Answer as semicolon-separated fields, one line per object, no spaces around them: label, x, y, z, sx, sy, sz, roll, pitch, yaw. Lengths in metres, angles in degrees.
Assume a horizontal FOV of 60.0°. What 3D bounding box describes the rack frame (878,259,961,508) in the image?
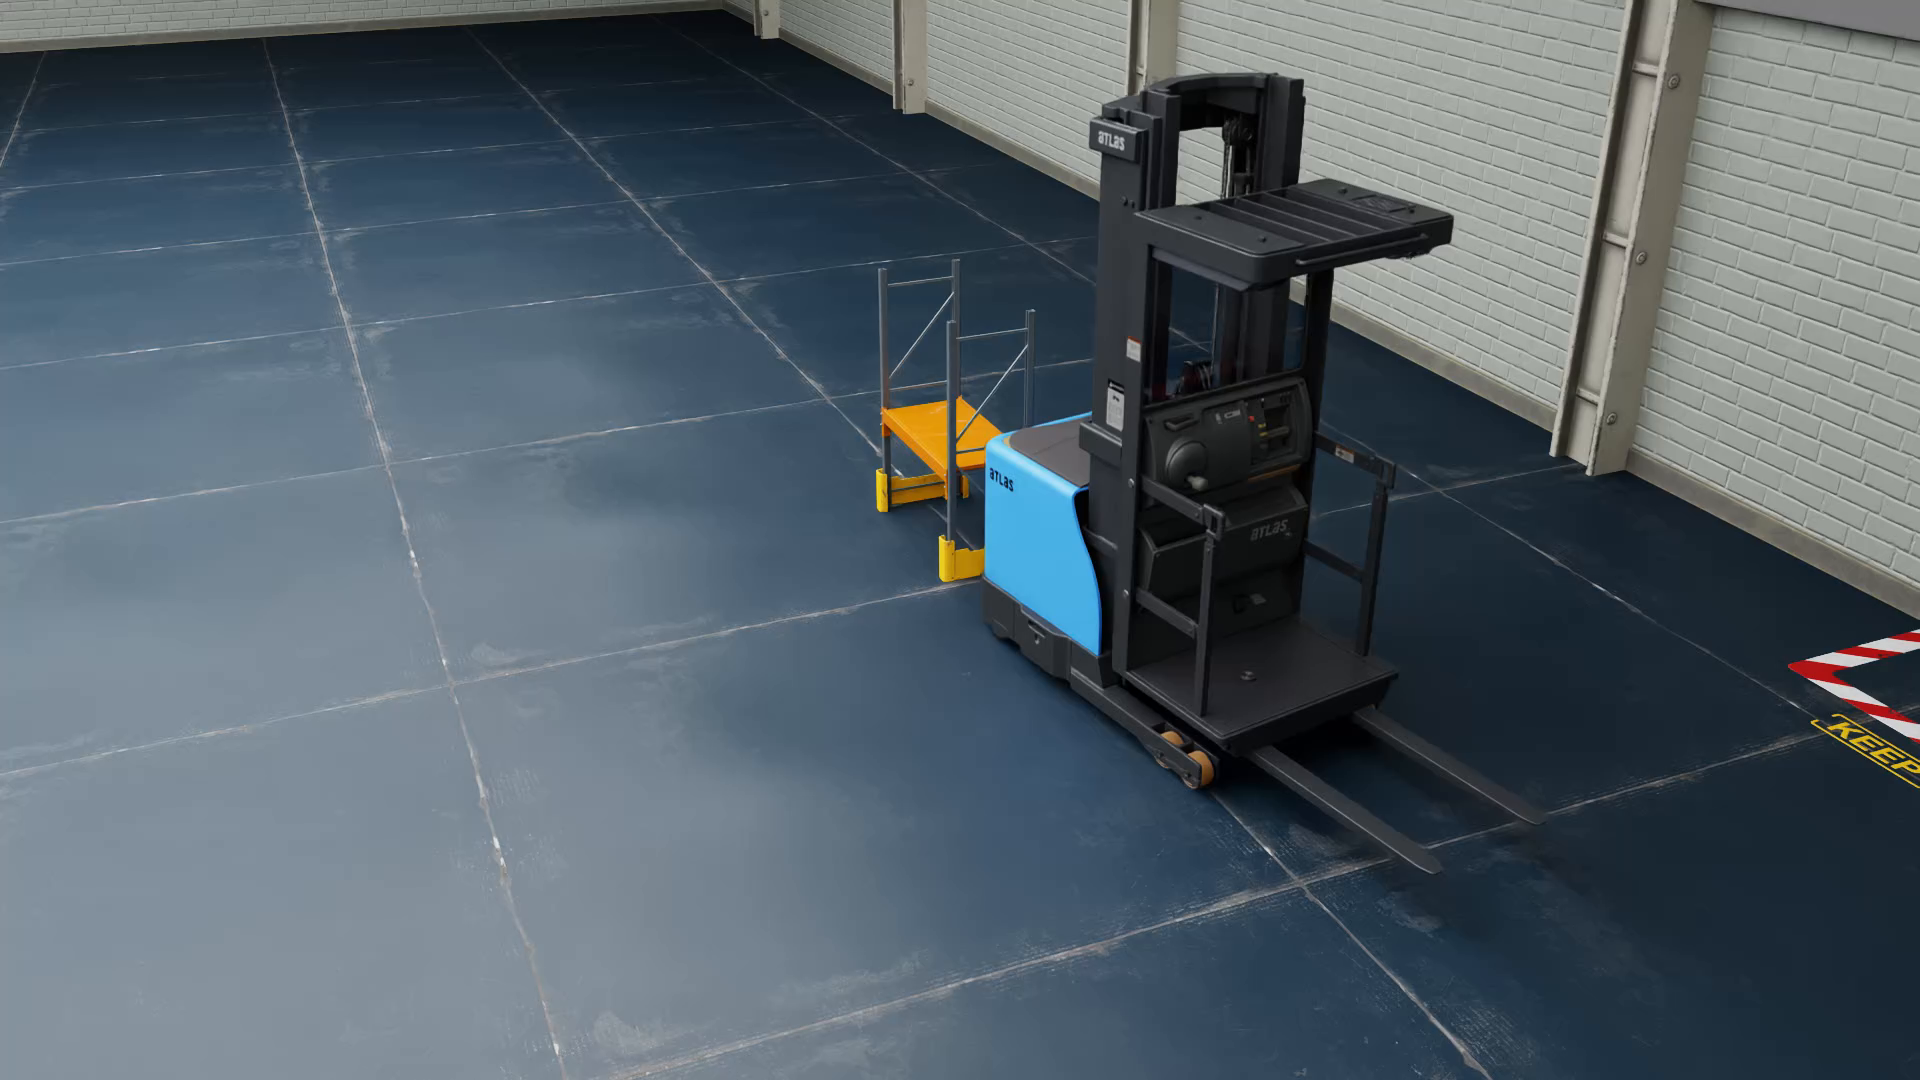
rack frame;-0.232;-0.914;9.912;0.500;1.500;0.032;-11;28;-21

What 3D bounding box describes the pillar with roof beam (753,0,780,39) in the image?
pillar with roof beam;-6.930;-11.082;22.191;9.100;9.000;0.400;-11;28;-21

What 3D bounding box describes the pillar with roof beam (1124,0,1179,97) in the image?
pillar with roof beam;-2.231;-6.238;12.269;9.100;9.000;0.400;-11;28;-21

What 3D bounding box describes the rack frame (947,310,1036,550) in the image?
rack frame;0.166;-0.503;9.071;0.500;1.500;0.032;-11;28;-21

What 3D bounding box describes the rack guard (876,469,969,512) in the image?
rack guard;-0.225;-0.344;10.170;0.587;0.250;0.087;-11;28;-21

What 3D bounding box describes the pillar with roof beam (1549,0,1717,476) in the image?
pillar with roof beam;0.119;-3.815;7.308;9.100;9.000;0.400;-11;28;-21

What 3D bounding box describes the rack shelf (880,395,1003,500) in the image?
rack shelf;-0.033;-0.547;9.570;0.538;0.185;1.000;-11;28;-21

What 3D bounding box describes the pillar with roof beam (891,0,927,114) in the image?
pillar with roof beam;-4.581;-8.660;17.230;9.100;9.000;0.400;-11;28;-21

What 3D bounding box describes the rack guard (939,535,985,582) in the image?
rack guard;0.165;0.058;9.346;0.587;0.250;0.087;-11;28;-21

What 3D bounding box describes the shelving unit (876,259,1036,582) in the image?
shelving unit;-0.030;-0.705;9.484;0.587;1.500;1.083;-11;28;-21

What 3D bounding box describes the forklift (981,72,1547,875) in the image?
forklift;1.330;-0.438;7.306;1.130;2.935;3.031;-16;30;-29
